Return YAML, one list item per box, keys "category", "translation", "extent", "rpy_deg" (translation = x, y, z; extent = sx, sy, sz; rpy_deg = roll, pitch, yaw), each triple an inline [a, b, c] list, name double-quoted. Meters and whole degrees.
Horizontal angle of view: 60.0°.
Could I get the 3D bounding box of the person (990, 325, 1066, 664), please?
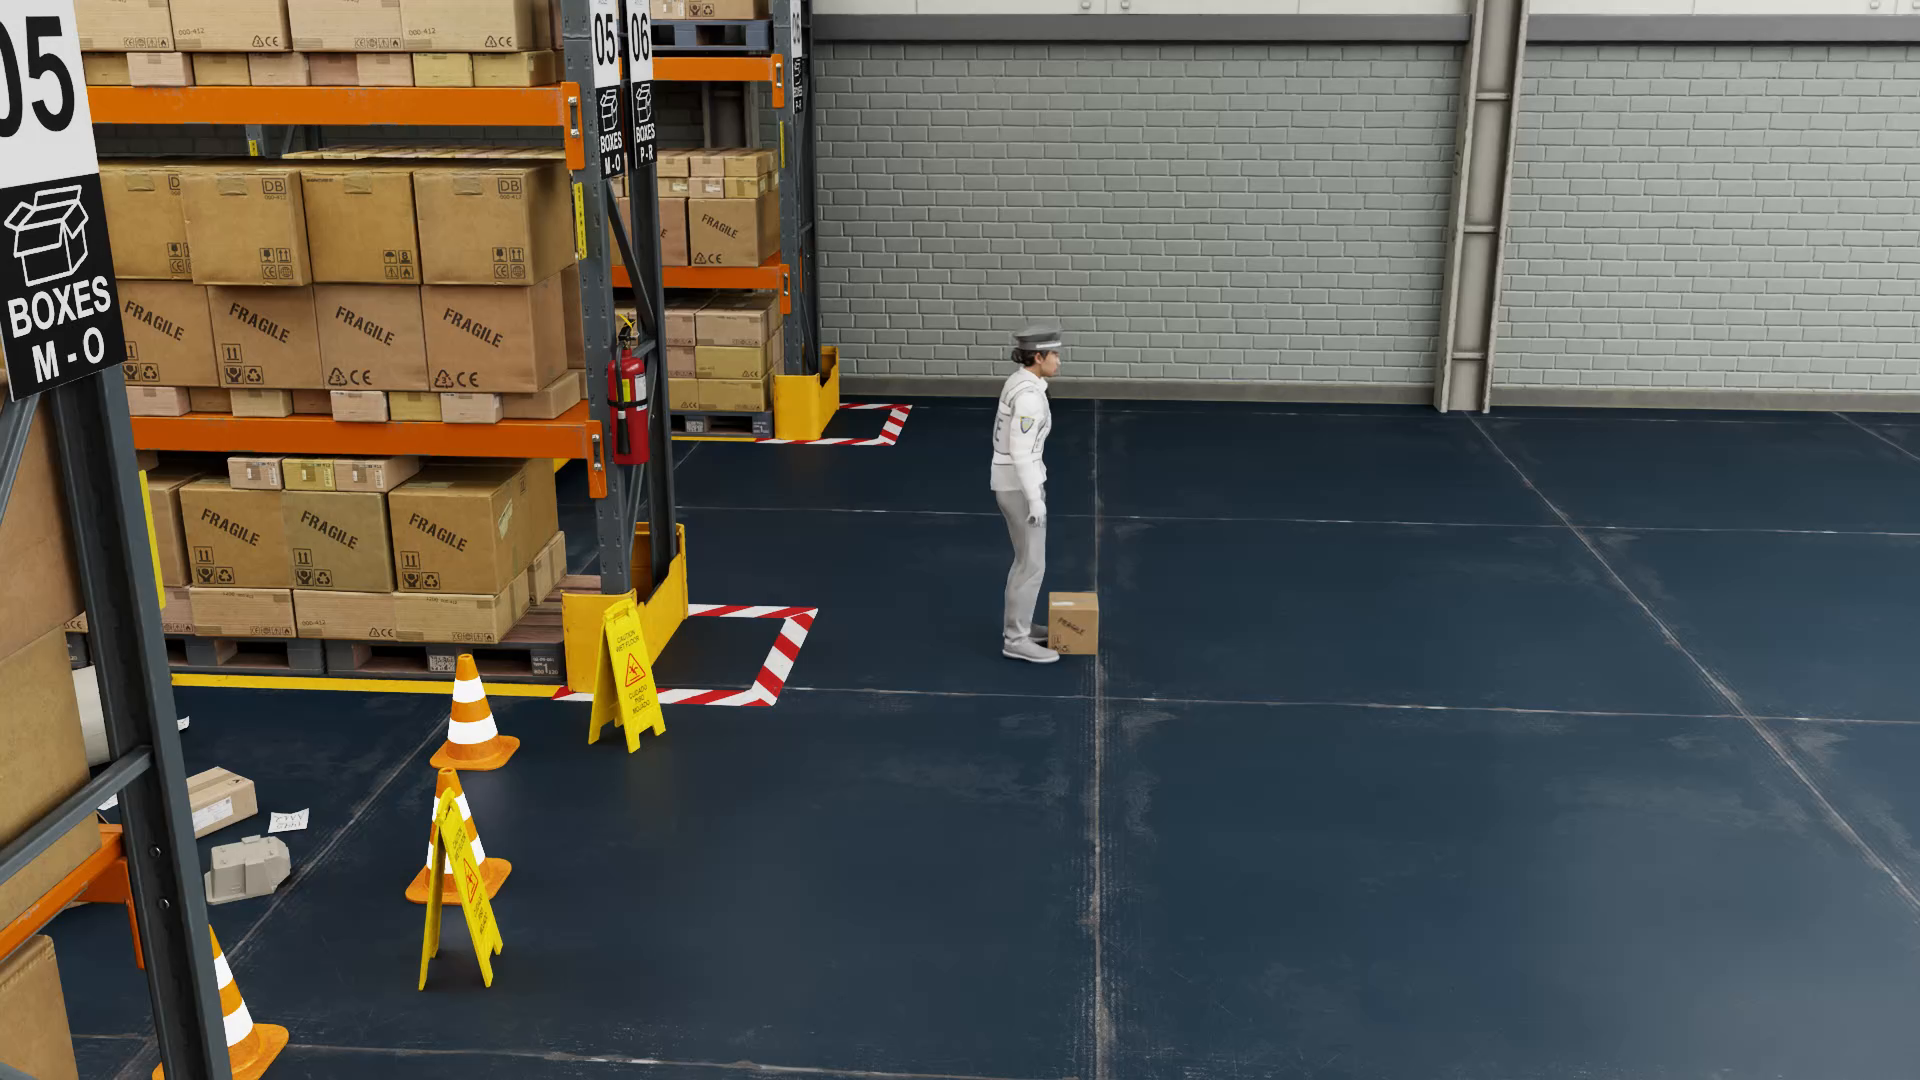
- category: "person"
  translation: [0.333, -0.247, 8.320]
  extent: [0.367, 1.663, 0.515]
  rpy_deg: [1, 18, 2]
